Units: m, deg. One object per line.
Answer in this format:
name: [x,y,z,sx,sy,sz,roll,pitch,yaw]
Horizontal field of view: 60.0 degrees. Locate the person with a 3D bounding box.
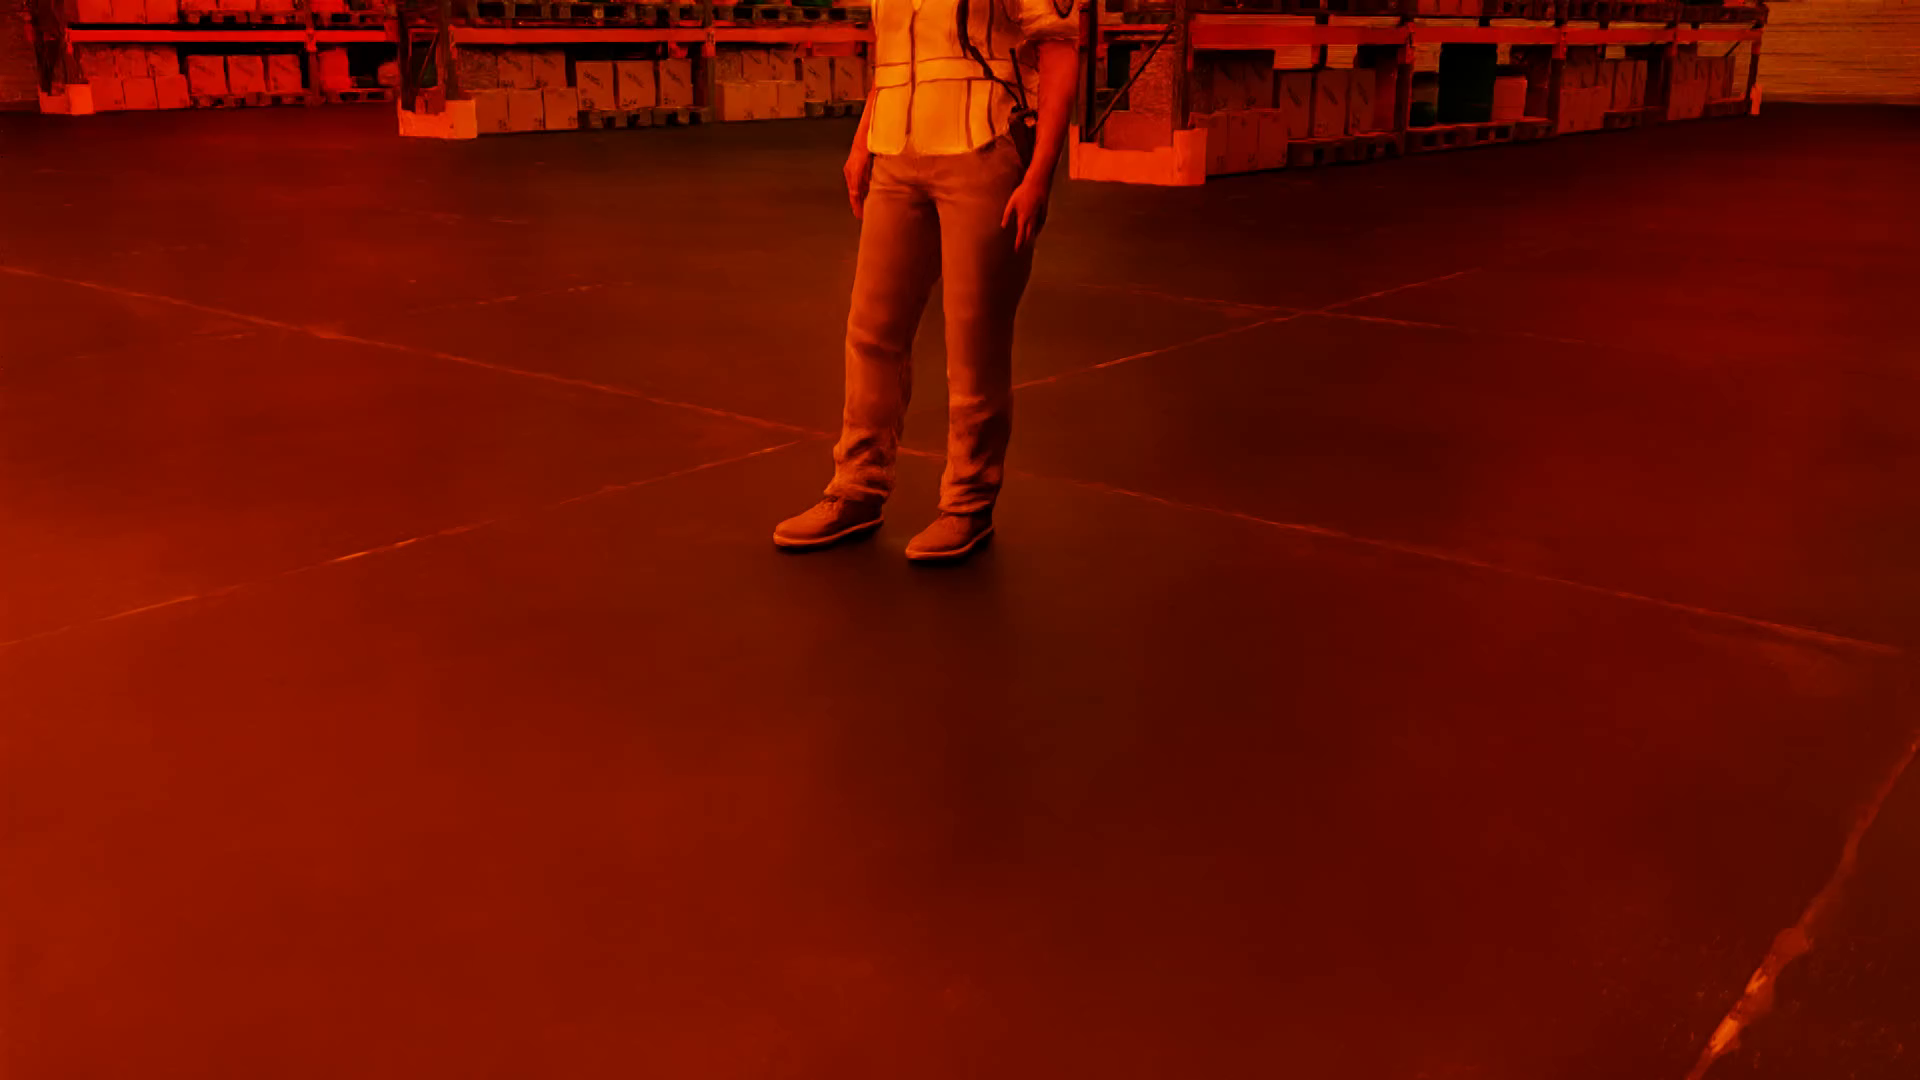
person: [-0.066,-0.791,3.655,0.598,1.669,0.529,13,21,37]
